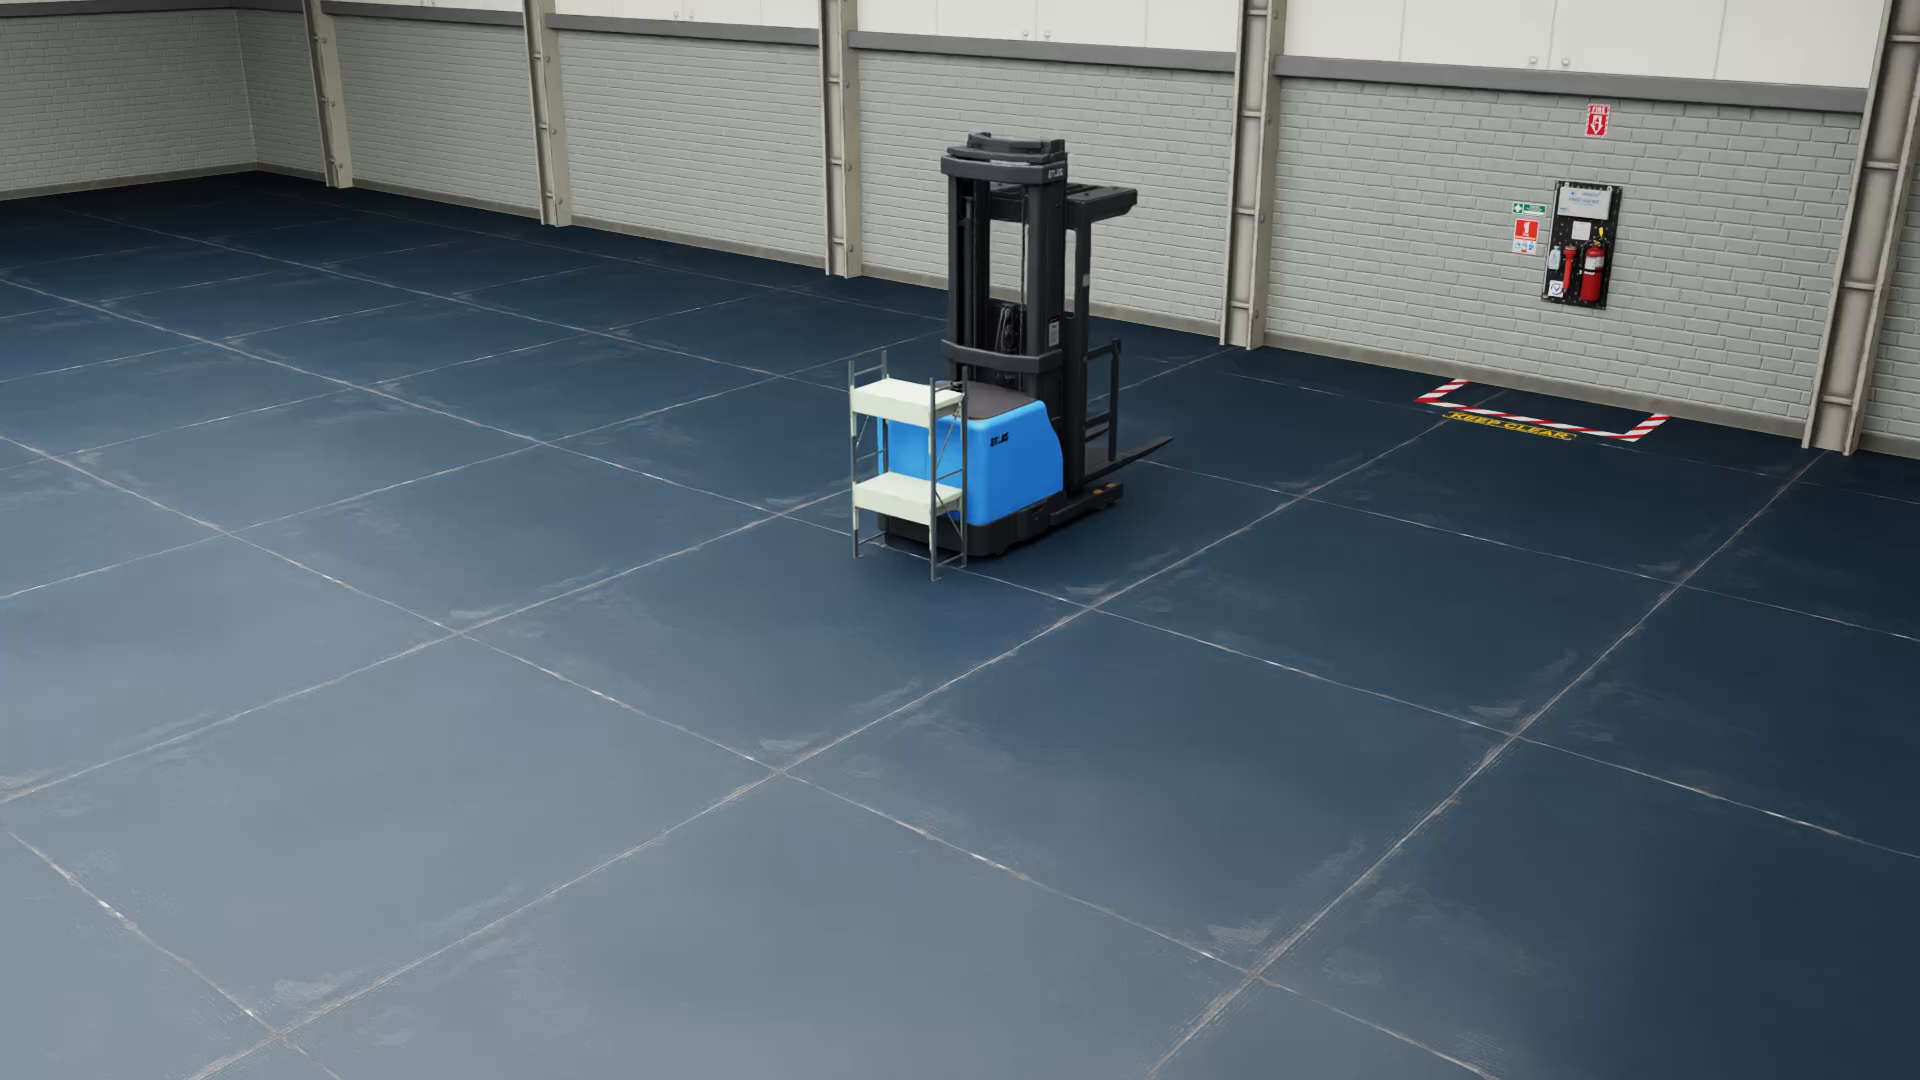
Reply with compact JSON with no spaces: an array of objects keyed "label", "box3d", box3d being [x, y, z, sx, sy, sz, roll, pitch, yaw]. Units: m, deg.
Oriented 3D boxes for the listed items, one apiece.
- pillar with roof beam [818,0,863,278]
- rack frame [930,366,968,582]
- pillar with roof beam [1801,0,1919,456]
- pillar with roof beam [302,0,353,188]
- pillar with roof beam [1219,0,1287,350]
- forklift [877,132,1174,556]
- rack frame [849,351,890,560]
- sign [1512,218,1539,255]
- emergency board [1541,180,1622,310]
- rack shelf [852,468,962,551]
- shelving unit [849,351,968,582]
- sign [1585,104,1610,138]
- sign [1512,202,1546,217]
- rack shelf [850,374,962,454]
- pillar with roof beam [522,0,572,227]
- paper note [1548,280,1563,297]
[{"label":"pillar with roof beam","box3d":[-4.249,-6.537,17.249,0.400,9.000,9.100,16,26,36]},{"label":"rack frame","box3d":[-0.076,-0.457,11.754,0.023,1.500,0.400,15,25,34]},{"label":"pillar with roof beam","box3d":[5.047,-3.859,10.149,0.400,9.000,9.100,16,26,36]},{"label":"pillar with roof beam","box3d":[-13.546,-9.214,24.348,0.400,9.000,9.100,16,26,36]},{"label":"pillar with roof beam","box3d":[0.399,-5.198,13.699,0.400,9.000,9.100,16,26,36]},{"label":"forklift","box3d":[0.666,-1.705,13.035,1.130,2.935,3.031,15,25,35]},{"label":"rack frame","box3d":[-0.660,-0.613,12.167,0.023,1.500,0.400,15,25,34]},{"label":"sign","box3d":[5.516,-2.959,16.214,0.234,0.329,0.001,16,26,36]},{"label":"emergency board","box3d":[5.879,-2.791,15.818,0.643,1.169,0.194,16,26,36]},{"label":"rack shelf","box3d":[-0.368,-0.230,12.076,0.720,0.370,0.431,15,25,34]},{"label":"shelving unit","box3d":[-0.368,-0.535,11.961,0.755,1.500,0.431,15,25,34]},{"label":"sign","box3d":[5.936,-3.905,15.486,0.199,0.298,0.001,16,26,36]},{"label":"sign","box3d":[5.514,-3.204,16.111,0.331,0.109,0.001,16,26,36]},{"label":"rack shelf","box3d":[-0.368,-0.900,11.823,0.720,0.370,0.431,15,25,34]},{"label":"pillar with roof beam","box3d":[-8.898,-7.875,20.798,0.400,9.000,9.100,16,26,36]},{"label":"paper note","box3d":[5.785,-2.437,16.128,0.142,0.148,0.016,16,26,36]}]
